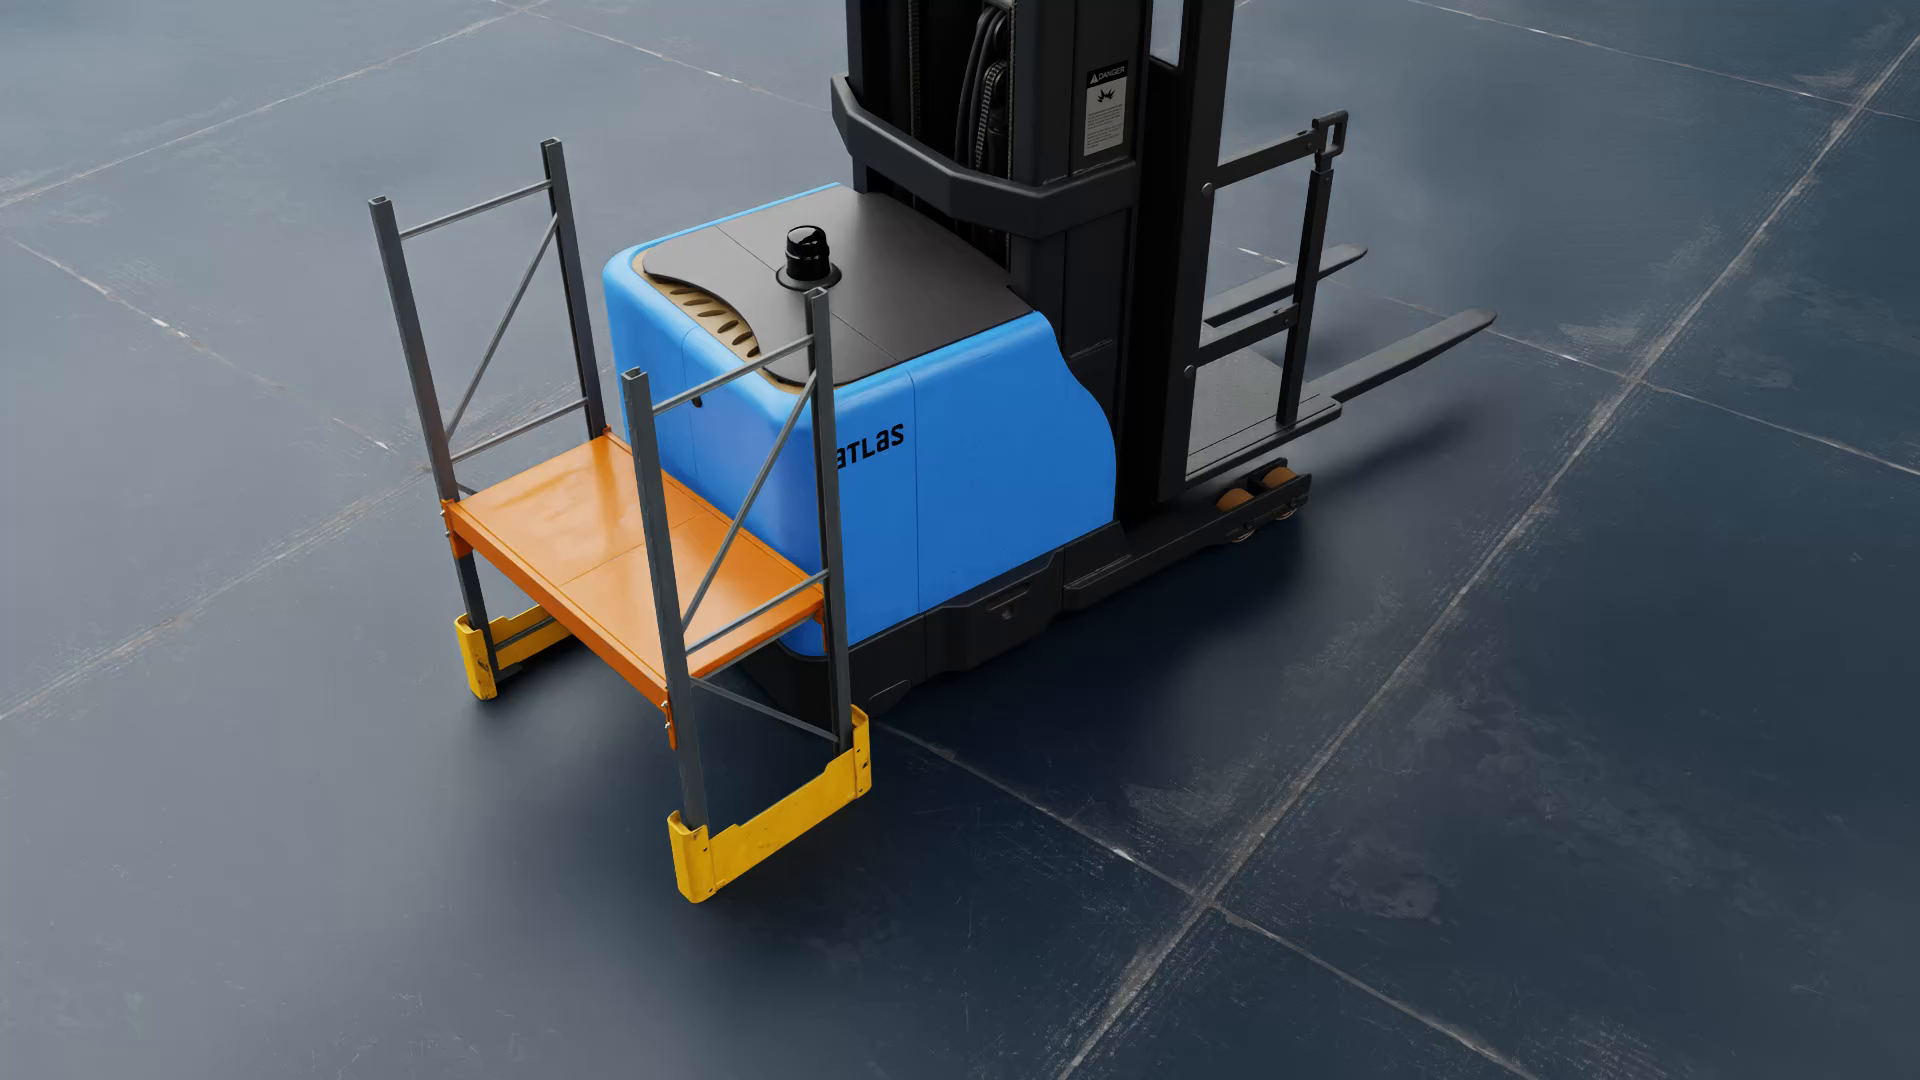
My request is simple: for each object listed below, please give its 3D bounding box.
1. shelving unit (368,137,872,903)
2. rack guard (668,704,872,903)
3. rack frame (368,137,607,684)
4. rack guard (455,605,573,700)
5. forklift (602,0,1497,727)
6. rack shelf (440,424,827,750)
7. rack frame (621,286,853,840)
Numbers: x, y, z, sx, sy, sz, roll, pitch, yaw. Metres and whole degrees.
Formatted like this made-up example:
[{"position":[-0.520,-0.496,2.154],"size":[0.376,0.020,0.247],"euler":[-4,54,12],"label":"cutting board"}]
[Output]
[{"position":[-0.810,-0.054,4.103],"size":[0.587,1.500,1.083],"euler":[-30,47,-33],"label":"shelving unit"},{"position":[-0.468,0.661,4.203],"size":[0.587,0.250,0.087],"euler":[-30,47,-33],"label":"rack guard"},{"position":[-1.166,-0.286,4.399],"size":[0.500,1.500,0.032],"euler":[-30,47,-33],"label":"rack frame"},{"position":[-1.152,0.215,4.773],"size":[0.587,0.250,0.087],"euler":[-30,47,-33],"label":"rack guard"},{"position":[0.500,-1.385,4.641],"size":[3.031,2.935,1.130],"euler":[-25,44,-28],"label":"forklift"},{"position":[-0.817,0.083,4.219],"size":[0.538,0.185,1.000],"euler":[-30,47,-33],"label":"rack shelf"},{"position":[-0.467,0.169,3.817],"size":[0.500,1.500,0.032],"euler":[-30,47,-33],"label":"rack frame"}]
